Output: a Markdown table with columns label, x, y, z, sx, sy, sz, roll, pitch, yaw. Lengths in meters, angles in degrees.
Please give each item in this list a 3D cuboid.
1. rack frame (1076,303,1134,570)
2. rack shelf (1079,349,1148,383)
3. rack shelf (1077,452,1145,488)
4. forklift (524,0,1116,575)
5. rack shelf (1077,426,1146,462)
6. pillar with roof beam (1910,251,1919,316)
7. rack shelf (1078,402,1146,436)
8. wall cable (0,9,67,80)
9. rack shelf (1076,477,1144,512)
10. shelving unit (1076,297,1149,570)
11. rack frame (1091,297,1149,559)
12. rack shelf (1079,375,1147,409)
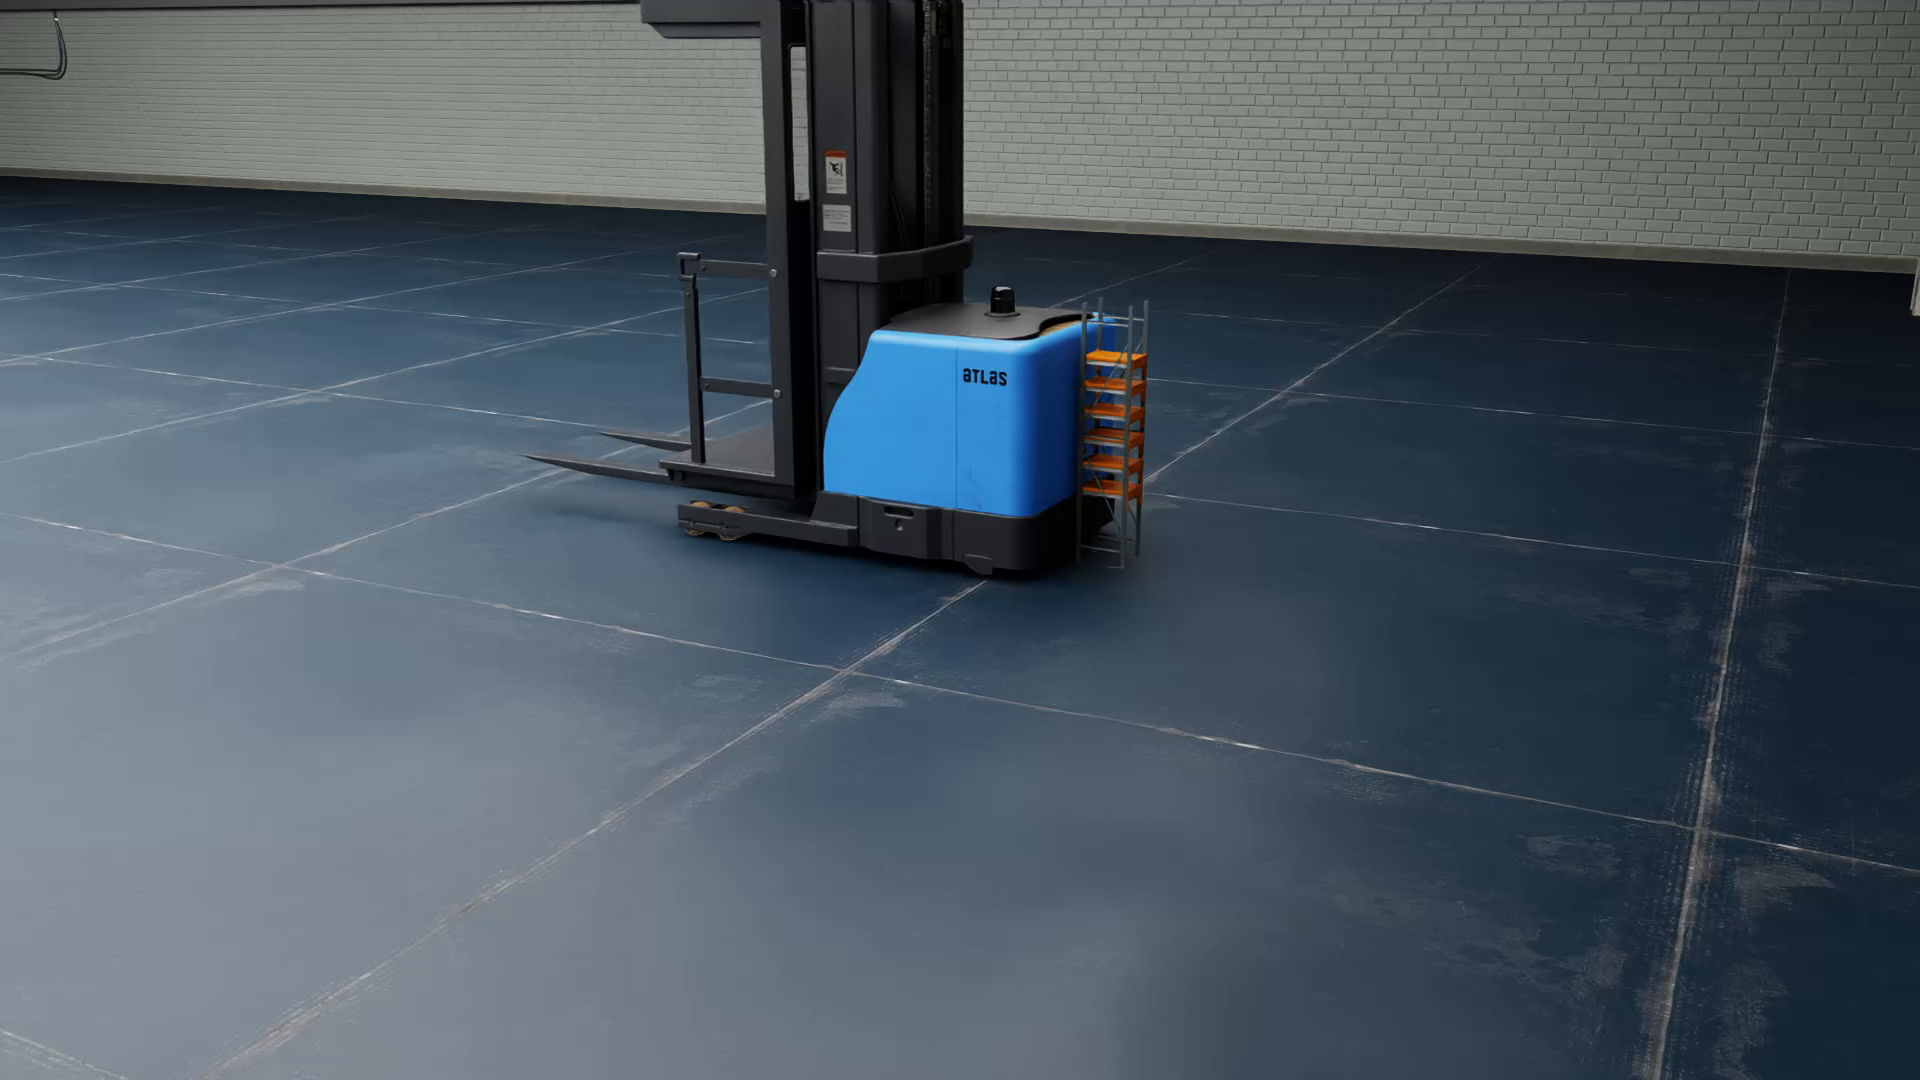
| label | x | y | z | sx | sy | sz | roll | pitch | yaw |
| --- | --- | --- | --- | --- | --- | --- | --- | --- | --- |
| rack frame | 0.644 | -0.455 | 7.447 | 0.240 | 1.200 | 0.006 | 9 | 19 | 26 |
| rack shelf | 0.688 | -0.781 | 7.435 | 0.258 | 0.103 | 0.180 | 9 | 19 | 26 |
| rack shelf | 0.686 | -0.321 | 7.572 | 0.258 | 0.103 | 0.180 | 9 | 19 | 26 |
| forklift | -0.796 | -1.523 | 8.003 | 3.031 | 2.935 | 1.130 | 8 | 18 | 26 |
| rack shelf | 0.686 | -0.436 | 7.538 | 0.258 | 0.103 | 0.180 | 9 | 19 | 26 |
| pillar with roof beam | 4.813 | -6.886 | 15.404 | 9.100 | 9.000 | 0.400 | 8 | 18 | 25 |
| rack shelf | 0.687 | -0.551 | 7.504 | 0.258 | 0.103 | 0.180 | 9 | 19 | 26 |
| wall cable | -17.017 | -9.440 | 29.455 | 3.097 | 2.526 | 0.112 | 8 | 18 | 25 |
| rack shelf | 0.685 | -0.206 | 7.607 | 0.258 | 0.103 | 0.180 | 9 | 19 | 26 |
| shelving unit | 0.686 | -0.478 | 7.525 | 0.258 | 1.200 | 0.189 | 9 | 19 | 26 |
| rack frame | 0.729 | -0.501 | 7.603 | 0.240 | 1.200 | 0.006 | 9 | 19 | 26 |
| rack shelf | 0.687 | -0.666 | 7.469 | 0.258 | 0.103 | 0.180 | 9 | 19 | 26 |
